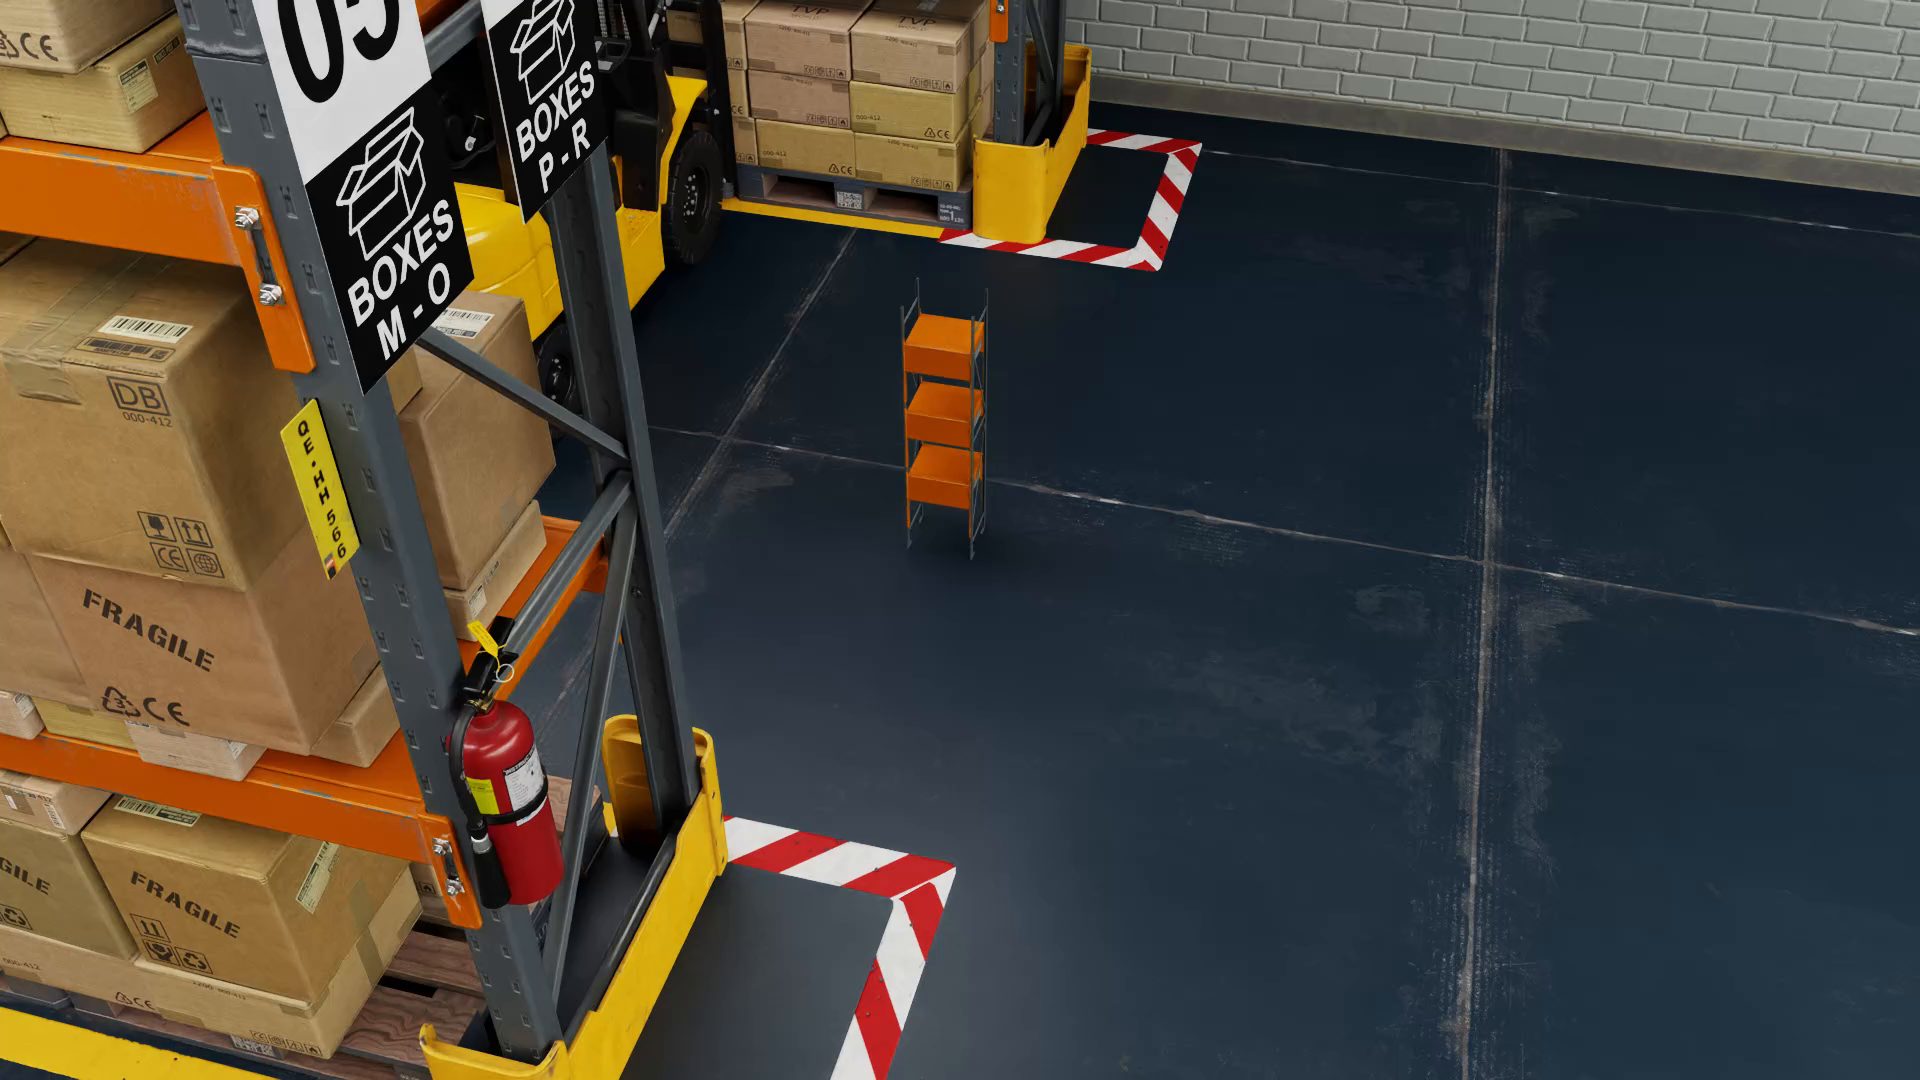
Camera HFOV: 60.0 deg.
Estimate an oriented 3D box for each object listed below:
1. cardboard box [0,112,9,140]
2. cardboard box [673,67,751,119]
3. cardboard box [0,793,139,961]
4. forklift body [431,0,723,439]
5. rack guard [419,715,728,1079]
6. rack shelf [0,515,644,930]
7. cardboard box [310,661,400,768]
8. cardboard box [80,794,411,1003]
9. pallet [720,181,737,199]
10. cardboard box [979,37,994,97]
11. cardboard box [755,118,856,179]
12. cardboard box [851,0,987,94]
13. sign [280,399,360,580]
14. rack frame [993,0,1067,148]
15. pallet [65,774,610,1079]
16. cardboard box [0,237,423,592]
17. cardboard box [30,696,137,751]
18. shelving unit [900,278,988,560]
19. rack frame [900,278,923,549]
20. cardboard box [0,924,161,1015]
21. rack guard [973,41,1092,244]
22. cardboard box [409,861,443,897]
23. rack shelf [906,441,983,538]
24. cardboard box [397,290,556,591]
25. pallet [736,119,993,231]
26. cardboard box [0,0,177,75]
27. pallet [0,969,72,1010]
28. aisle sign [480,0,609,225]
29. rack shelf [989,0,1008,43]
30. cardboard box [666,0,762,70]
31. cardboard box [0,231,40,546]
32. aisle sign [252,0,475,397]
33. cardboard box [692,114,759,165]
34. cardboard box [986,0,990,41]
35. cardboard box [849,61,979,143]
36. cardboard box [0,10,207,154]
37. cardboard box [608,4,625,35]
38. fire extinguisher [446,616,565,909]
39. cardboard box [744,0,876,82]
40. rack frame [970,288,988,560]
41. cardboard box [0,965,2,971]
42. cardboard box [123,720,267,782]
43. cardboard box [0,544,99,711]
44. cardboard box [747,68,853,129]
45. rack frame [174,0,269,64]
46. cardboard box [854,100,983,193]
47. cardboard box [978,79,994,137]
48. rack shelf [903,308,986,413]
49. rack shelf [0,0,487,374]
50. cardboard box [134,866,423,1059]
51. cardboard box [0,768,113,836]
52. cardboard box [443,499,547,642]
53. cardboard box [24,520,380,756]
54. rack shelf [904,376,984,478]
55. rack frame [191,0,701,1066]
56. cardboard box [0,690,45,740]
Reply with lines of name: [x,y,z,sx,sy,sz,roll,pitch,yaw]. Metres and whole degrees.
cardboard box: [-1.604,-0.819,2.756,0.250,0.149,0.380,10,41,12]
cardboard box: [-1.196,-2.293,8.071,0.500,0.250,0.500,9,41,10]
cardboard box: [-2.285,0.689,4.326,0.500,0.500,0.500,11,41,13]
forklift body: [-1.962,-1.801,6.722,1.214,2.155,2.313,10,41,11]
rack guard: [-1.012,1.084,4.570,0.348,0.500,1.175,10,41,11]
rack shelf: [-2.871,0.083,4.378,4.000,0.370,1.077,10,41,11]
cardboard box: [-1.355,0.307,3.748,0.250,0.149,0.380,11,41,13]
cardboard box: [-1.780,0.774,4.225,0.500,0.500,0.500,10,41,12]
pallet: [-1.583,-2.182,8.684,1.213,0.211,1.003,10,41,11]
cardboard box: [-0.060,-2.451,8.259,0.500,0.250,0.500,10,41,12]
cardboard box: [-0.673,-2.023,8.138,0.500,0.250,0.500,10,41,11]
cardboard box: [-0.185,-2.318,7.712,0.500,0.250,0.500,11,41,13]
sign: [-1.101,-0.083,2.871,0.005,0.325,0.100,10,41,11]
rack frame: [0.341,-2.945,7.424,0.127,3.000,1.000,10,41,11]
pallet: [-1.788,1.038,4.850,1.213,0.211,1.003,10,41,11]
cardboard box: [-1.488,-0.345,3.241,0.500,0.500,0.700,9,41,10]
cardboard box: [-1.871,0.278,3.782,0.250,0.149,0.380,9,41,11]
shelving unit: [-0.052,-0.411,5.923,0.252,1.050,0.215,10,41,11]
rack frame: [-0.170,-0.431,5.947,0.008,1.050,0.200,10,41,11]
cardboard box: [-2.287,0.974,4.570,0.500,0.250,0.500,10,41,12]
rack guard: [0.364,-1.983,8.223,0.348,0.500,1.175,10,41,11]
cardboard box: [-1.646,0.726,4.865,0.500,0.250,0.500,9,41,11]
rack shelf: [-0.052,-0.190,6.108,0.240,0.259,0.215,10,41,11]
cardboard box: [-1.324,-0.263,3.922,0.500,0.500,0.500,9,41,11]
pallet: [-0.409,-1.978,8.441,1.213,0.211,1.003,10,41,11]
cardboard box: [-1.502,-0.983,2.641,0.500,0.250,0.500,9,41,11]
pallet: [-2.962,0.834,5.093,1.213,0.211,1.003,10,41,11]
aisle sign: [-0.799,-1.038,3.132,0.004,0.787,0.394,10,41,11]
rack shelf: [-1.591,-3.002,8.051,4.000,0.370,1.077,10,41,11]
cardboard box: [-1.169,-2.477,7.901,0.500,0.250,0.500,10,41,12]
cardboard box: [-1.975,-0.433,3.347,0.500,0.500,0.700,10,41,12]
aisle sign: [-0.954,-0.665,2.688,0.004,0.787,0.394,10,41,11]
cardboard box: [-1.153,-2.112,8.243,0.500,0.250,0.500,10,41,12]
cardboard box: [-0.074,-2.633,8.087,0.500,0.250,0.500,9,41,11]
cardboard box: [-0.210,-2.131,7.877,0.500,0.250,0.500,9,41,11]
cardboard box: [-1.356,-0.798,2.731,0.250,0.149,0.380,10,41,12]
cardboard box: [-1.657,-2.566,8.007,0.500,0.250,0.500,9,41,11]
fire extinguisher: [-0.947,0.475,3.412,0.183,0.674,0.296,10,41,11]
cardboard box: [-0.679,-2.399,7.809,0.500,0.250,0.500,10,41,12]
rack frame: [0.066,-0.391,5.899,0.008,1.050,0.200,10,41,11]
cardboard box: [-2.794,0.890,4.669,0.500,0.250,0.500,8,41,10]
cardboard box: [-1.628,0.334,3.716,0.250,0.149,0.380,9,41,11]
cardboard box: [-2.017,-0.018,3.629,0.500,0.500,0.500,10,41,12]
cardboard box: [-0.692,-2.221,7.985,0.500,0.250,0.500,9,41,11]
rack frame: [-0.939,-2.157,1.822,0.127,3.000,1.000,10,41,11]
cardboard box: [-0.195,-1.934,8.032,0.500,0.250,0.500,10,41,12]
cardboard box: [-0.083,-2.256,8.415,0.500,0.250,0.500,10,41,12]
rack shelf: [-0.052,-0.620,5.747,0.240,0.259,0.215,10,41,11]
rack shelf: [-2.871,-1.066,3.414,4.000,0.370,1.077,10,41,11]
cardboard box: [-1.812,1.061,4.466,0.500,0.250,0.500,10,41,11]
cardboard box: [-2.152,0.506,4.039,0.250,0.149,0.380,11,41,13]
cardboard box: [-1.213,0.051,4.052,0.250,0.149,0.380,10,41,12]
cardboard box: [-1.534,0.069,3.527,0.500,0.500,0.500,9,41,11]
rack shelf: [-0.052,-0.403,5.930,0.240,0.259,0.215,10,41,11]
rack frame: [-0.939,0.140,3.751,0.127,3.000,1.000,10,41,11]
cardboard box: [-2.127,0.254,3.811,0.250,0.149,0.380,10,41,12]
